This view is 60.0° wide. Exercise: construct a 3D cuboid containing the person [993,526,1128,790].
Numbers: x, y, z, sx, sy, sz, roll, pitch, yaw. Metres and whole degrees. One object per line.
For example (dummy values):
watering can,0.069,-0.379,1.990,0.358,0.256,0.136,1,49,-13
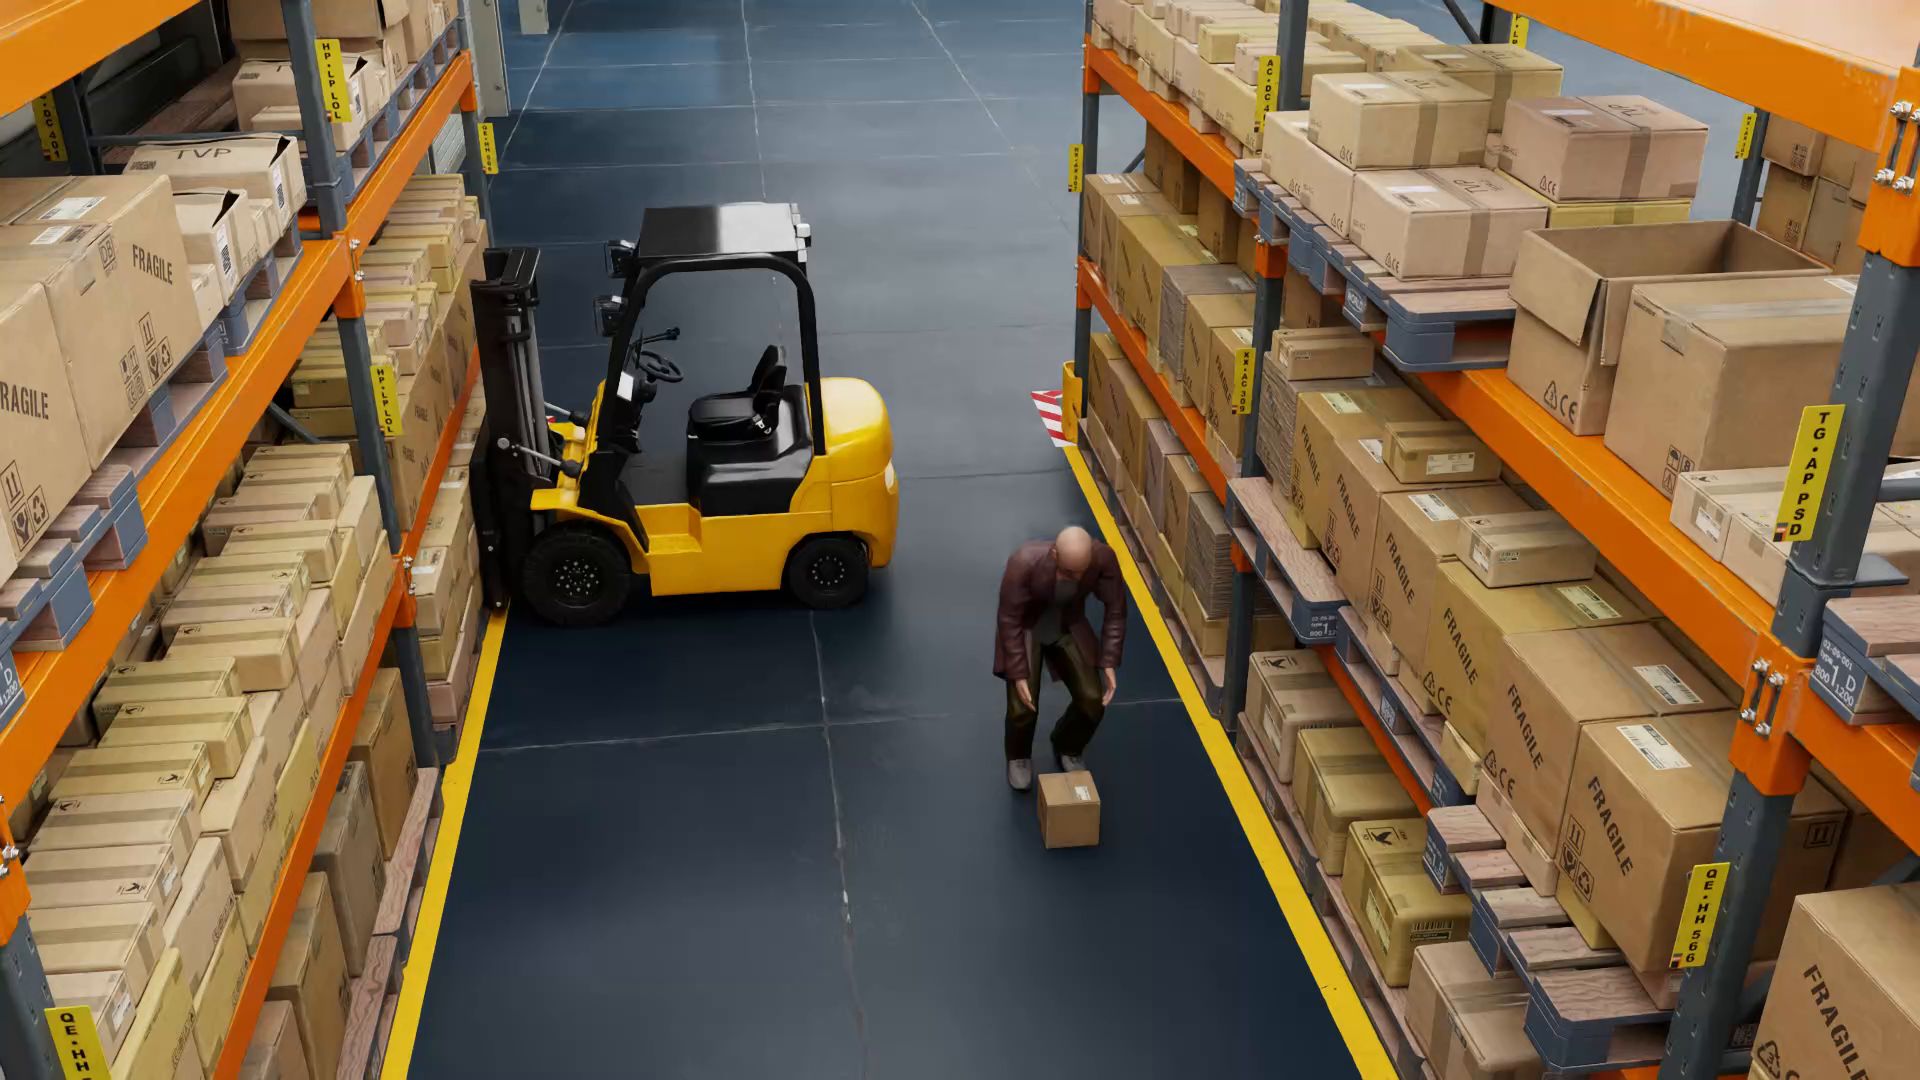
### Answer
person,0.467,0.507,7.970,0.630,1.476,0.681,-4,27,-8
